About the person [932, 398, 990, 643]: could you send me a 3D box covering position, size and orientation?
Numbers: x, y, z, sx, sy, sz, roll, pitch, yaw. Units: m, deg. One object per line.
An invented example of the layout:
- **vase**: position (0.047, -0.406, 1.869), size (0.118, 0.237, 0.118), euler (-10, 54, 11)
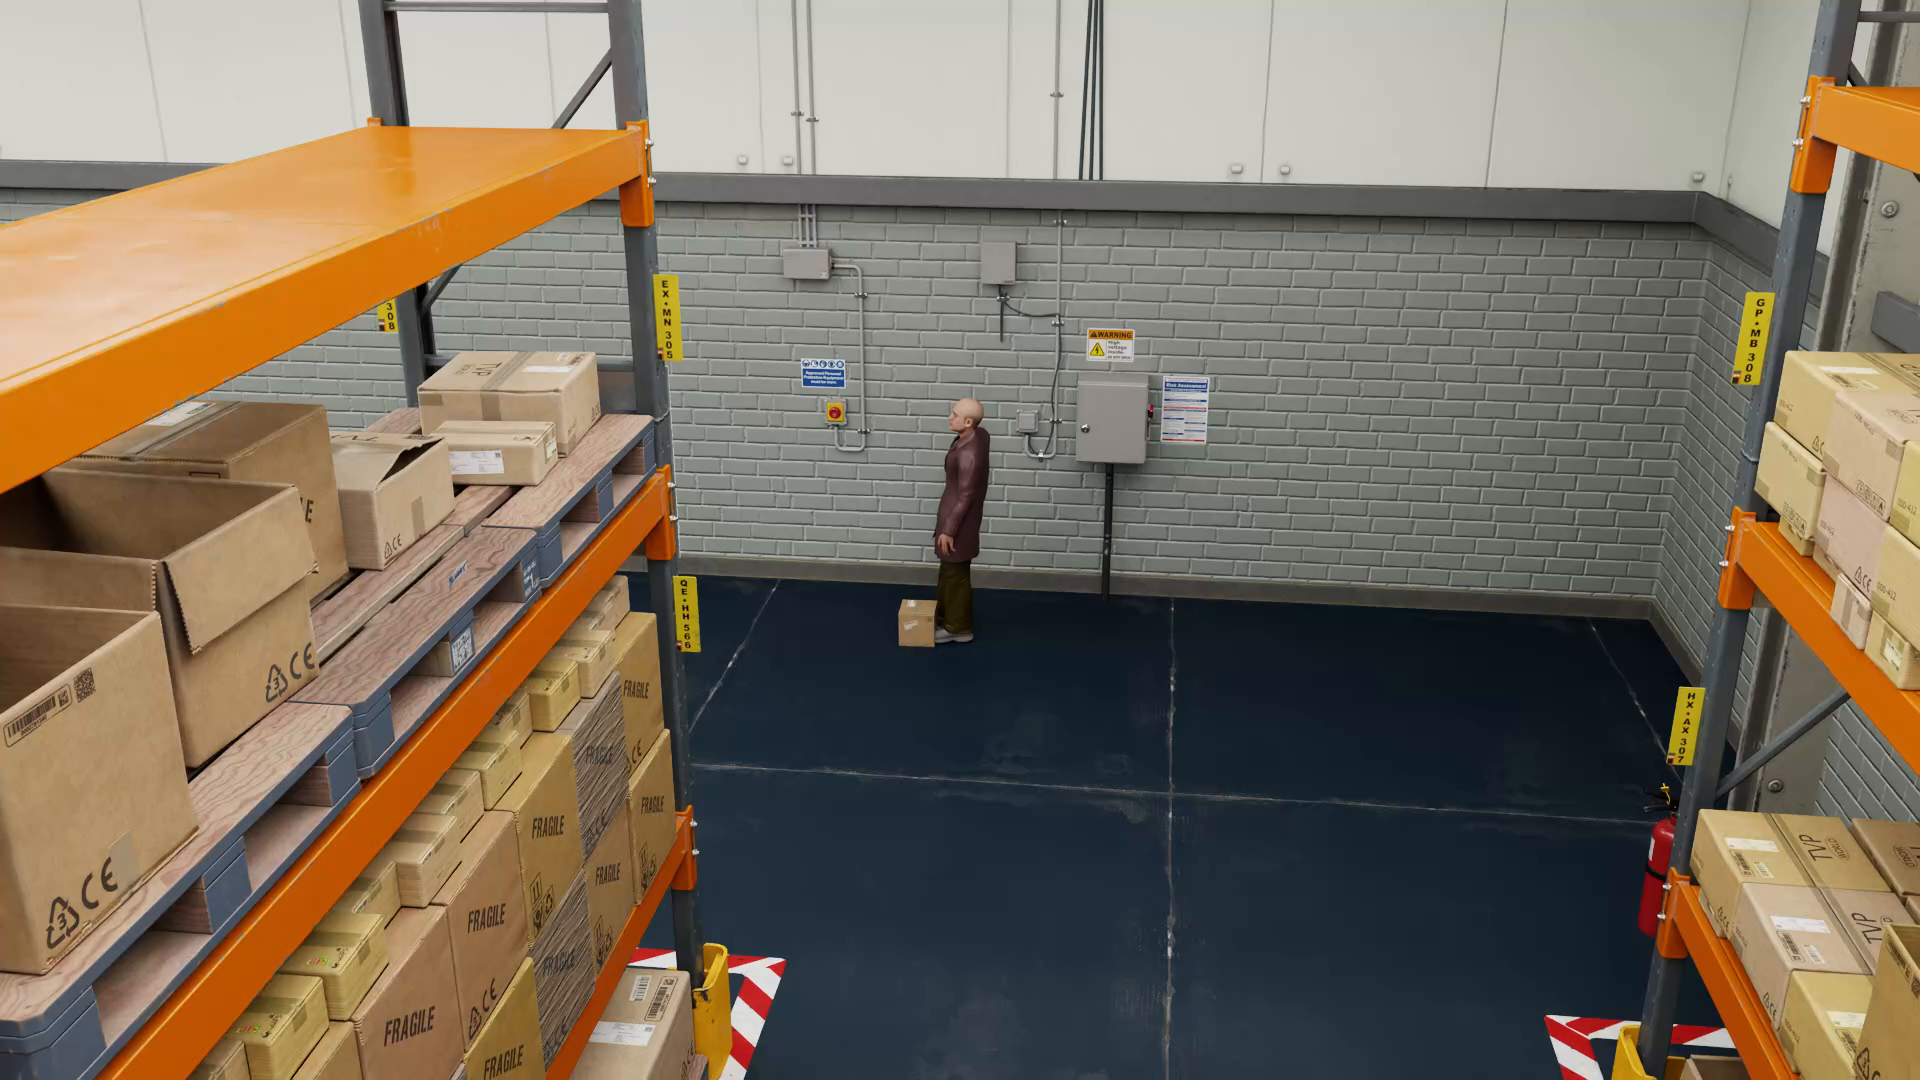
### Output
- **person**: position (-0.097, -0.135, 11.432), size (0.582, 1.775, 0.694), euler (2, 21, 6)
